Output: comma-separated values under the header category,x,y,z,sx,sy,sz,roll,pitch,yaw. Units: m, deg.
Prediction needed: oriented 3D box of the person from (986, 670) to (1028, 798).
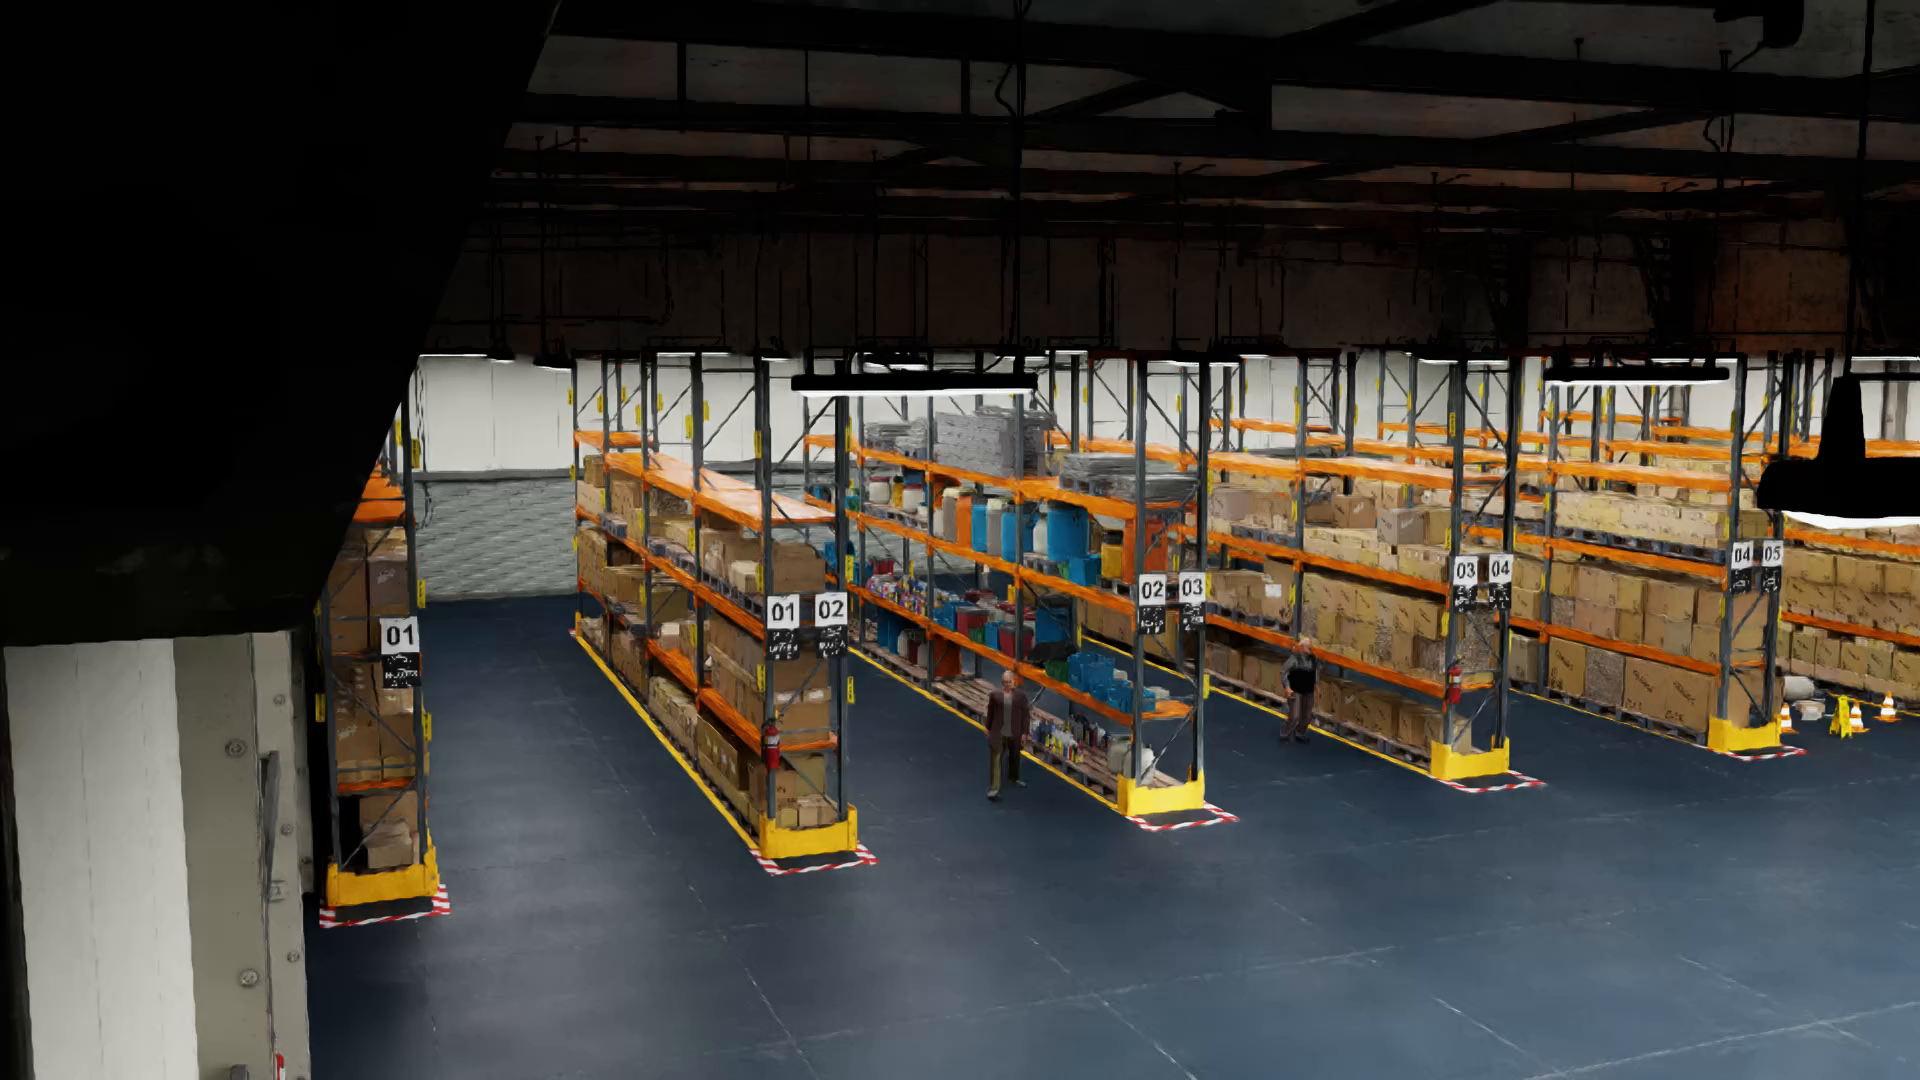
category,x,y,z,sx,sy,sz,roll,pitch,yaw
person,0.646,2.647,22.835,0.598,1.717,1.021,0,7,3

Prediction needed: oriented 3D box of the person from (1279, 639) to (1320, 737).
category,x,y,z,sx,sy,sz,roll,pitch,yaw
person,5.240,2.295,25.654,0.608,1.613,0.532,-3,8,-22

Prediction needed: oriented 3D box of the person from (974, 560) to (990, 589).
category,x,y,z,sx,sy,sz,roll,pitch,yaw
person,0.446,0.769,37.785,0.551,1.721,0.647,0,7,-3
